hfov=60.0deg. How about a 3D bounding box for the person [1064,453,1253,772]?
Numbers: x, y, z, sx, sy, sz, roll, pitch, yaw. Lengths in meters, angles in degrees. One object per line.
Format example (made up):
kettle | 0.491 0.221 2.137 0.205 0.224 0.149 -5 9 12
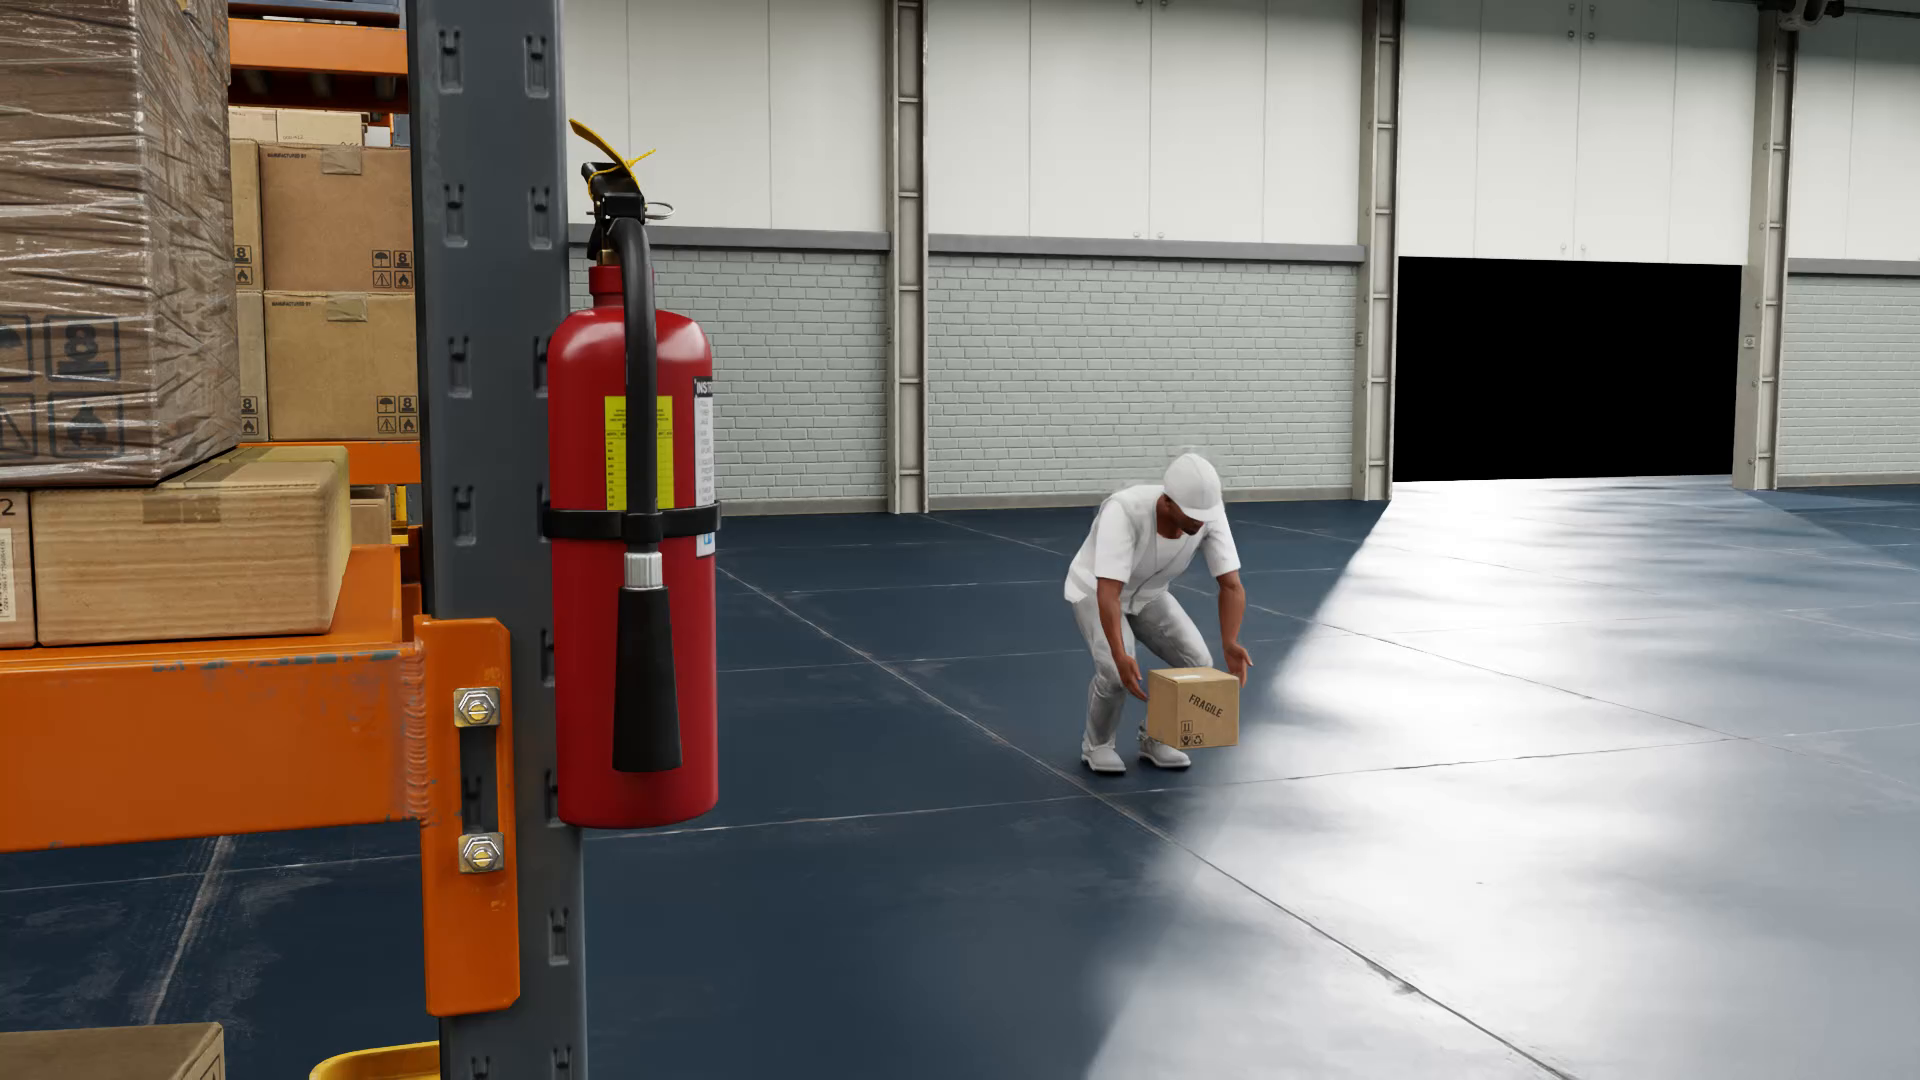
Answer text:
person | 0.760 0.278 6.492 0.626 1.260 0.823 -2 6 -19
